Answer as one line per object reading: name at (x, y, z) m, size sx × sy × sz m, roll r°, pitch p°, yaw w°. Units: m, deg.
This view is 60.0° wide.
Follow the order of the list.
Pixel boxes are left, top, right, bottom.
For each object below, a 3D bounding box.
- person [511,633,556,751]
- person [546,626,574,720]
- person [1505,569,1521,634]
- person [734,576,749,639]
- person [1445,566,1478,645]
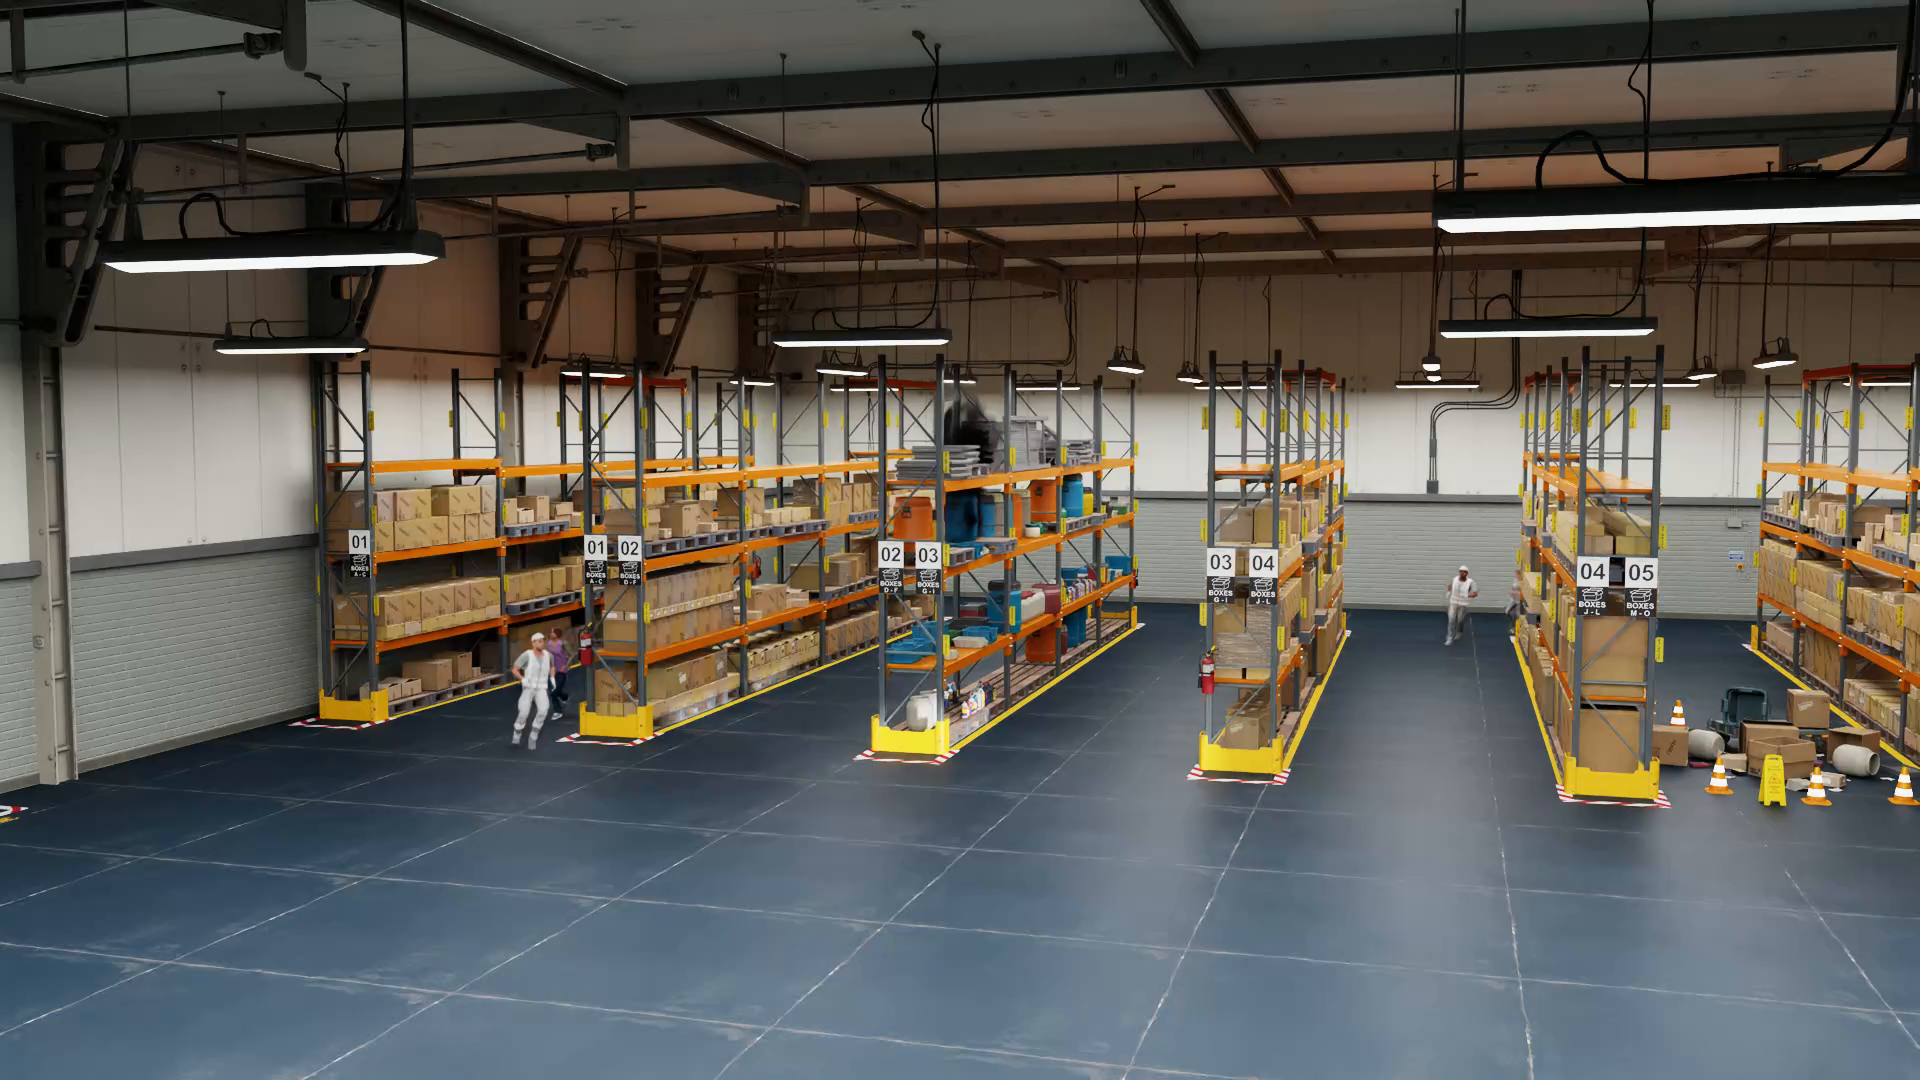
person at (-6.506, 2.309, 25.509) m, size 0.717 × 1.782 × 0.679 m, roll -2°, pitch 5°, yaw -30°
person at (-6.768, 2.236, 28.073) m, size 0.537 × 1.551 × 0.493 m, roll 1°, pitch 4°, yaw 16°
person at (13.079, 1.444, 38.859) m, size 0.602 × 1.578 × 0.528 m, roll -2°, pitch 4°, yaw -22°
person at (-4.756, 1.585, 36.163) m, size 0.599 × 1.657 × 0.562 m, roll 0°, pitch 4°, yaw 4°
person at (11.296, 1.462, 37.437) m, size 0.716 × 1.776 × 0.924 m, roll 2°, pitch 5°, yaw 31°
